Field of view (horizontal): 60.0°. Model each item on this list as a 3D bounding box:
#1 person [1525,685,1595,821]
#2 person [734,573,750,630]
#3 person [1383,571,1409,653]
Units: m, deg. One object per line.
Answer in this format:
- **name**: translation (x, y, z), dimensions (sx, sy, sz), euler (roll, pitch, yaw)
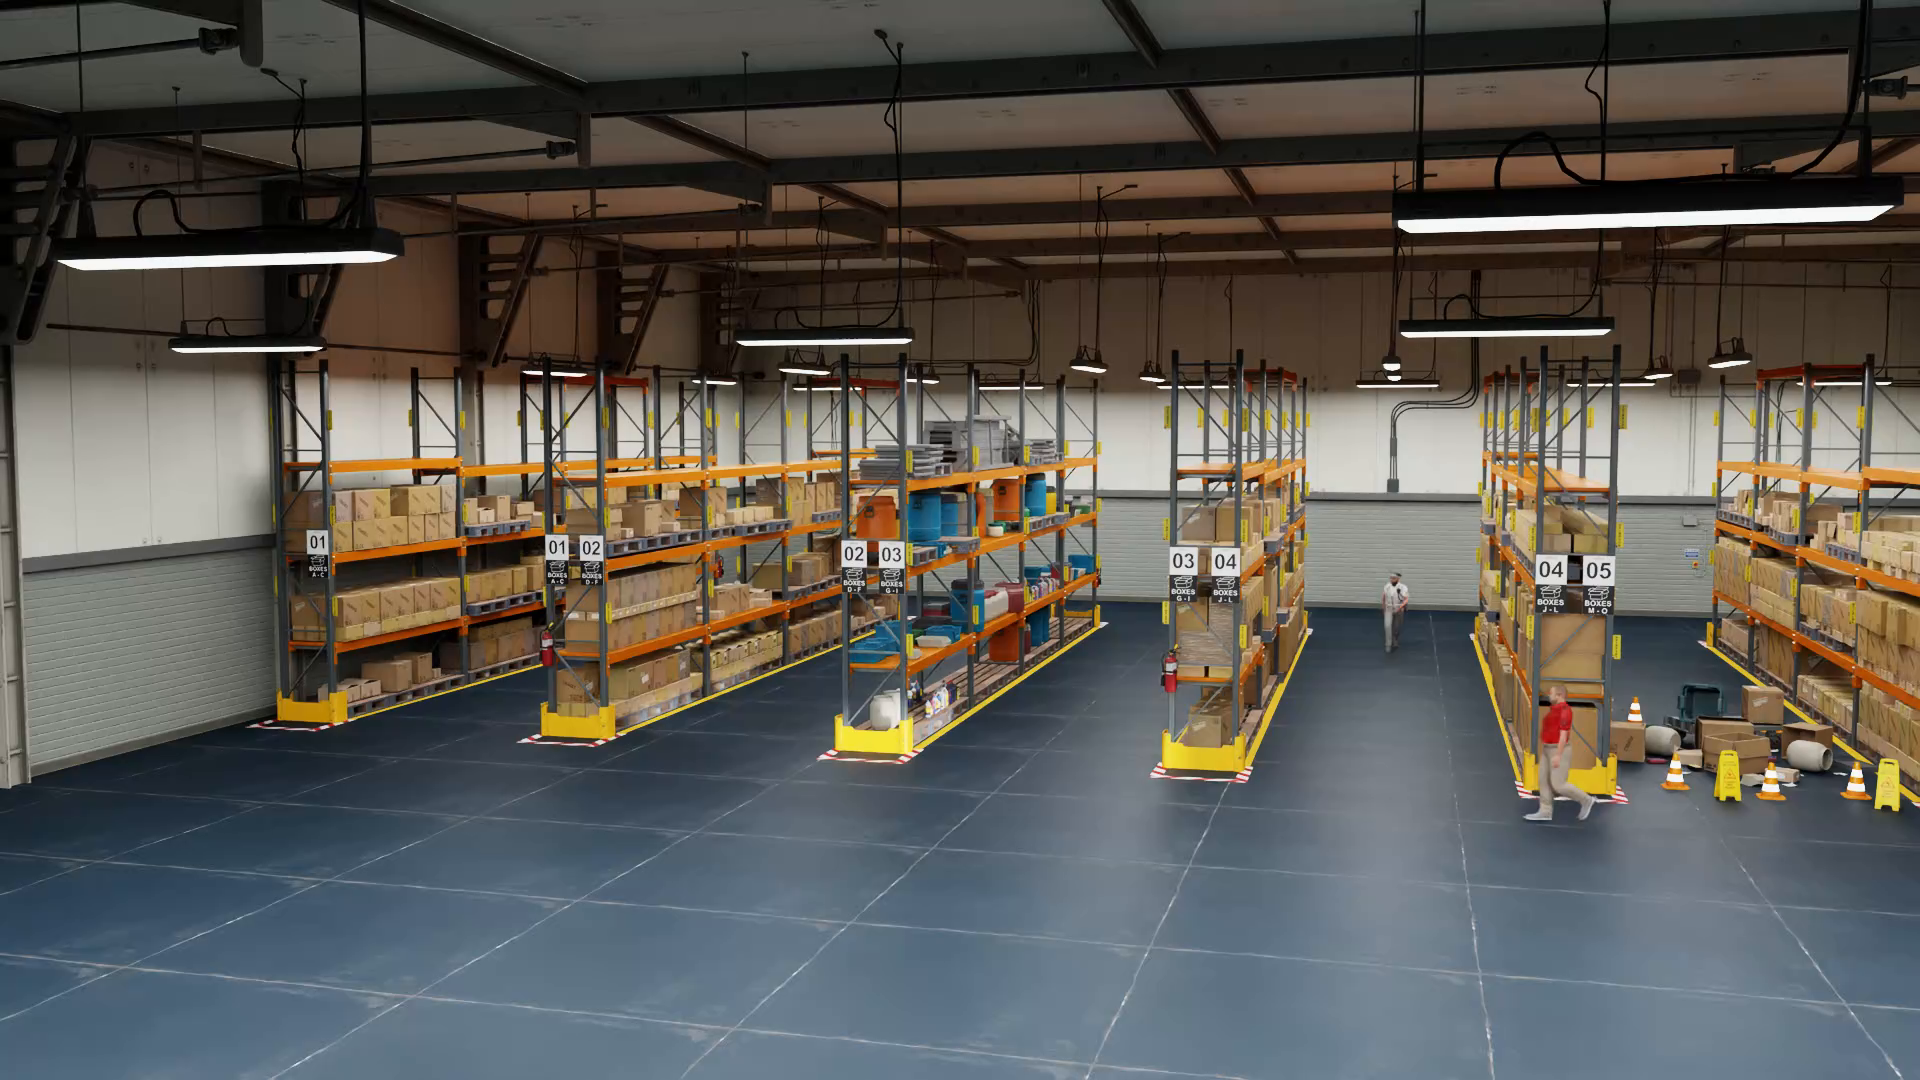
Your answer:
- **person**: translation (7.456, 2.650, 20.653), dimensions (0.761, 1.713, 0.515), euler (0, 4, -6)
- **person**: translation (-4.923, 1.505, 37.564), dimensions (0.522, 1.620, 0.695), euler (1, 4, 7)
- **person**: translation (9.482, 1.550, 36.205), dimensions (0.546, 1.763, 0.995), euler (1, 4, 14)
